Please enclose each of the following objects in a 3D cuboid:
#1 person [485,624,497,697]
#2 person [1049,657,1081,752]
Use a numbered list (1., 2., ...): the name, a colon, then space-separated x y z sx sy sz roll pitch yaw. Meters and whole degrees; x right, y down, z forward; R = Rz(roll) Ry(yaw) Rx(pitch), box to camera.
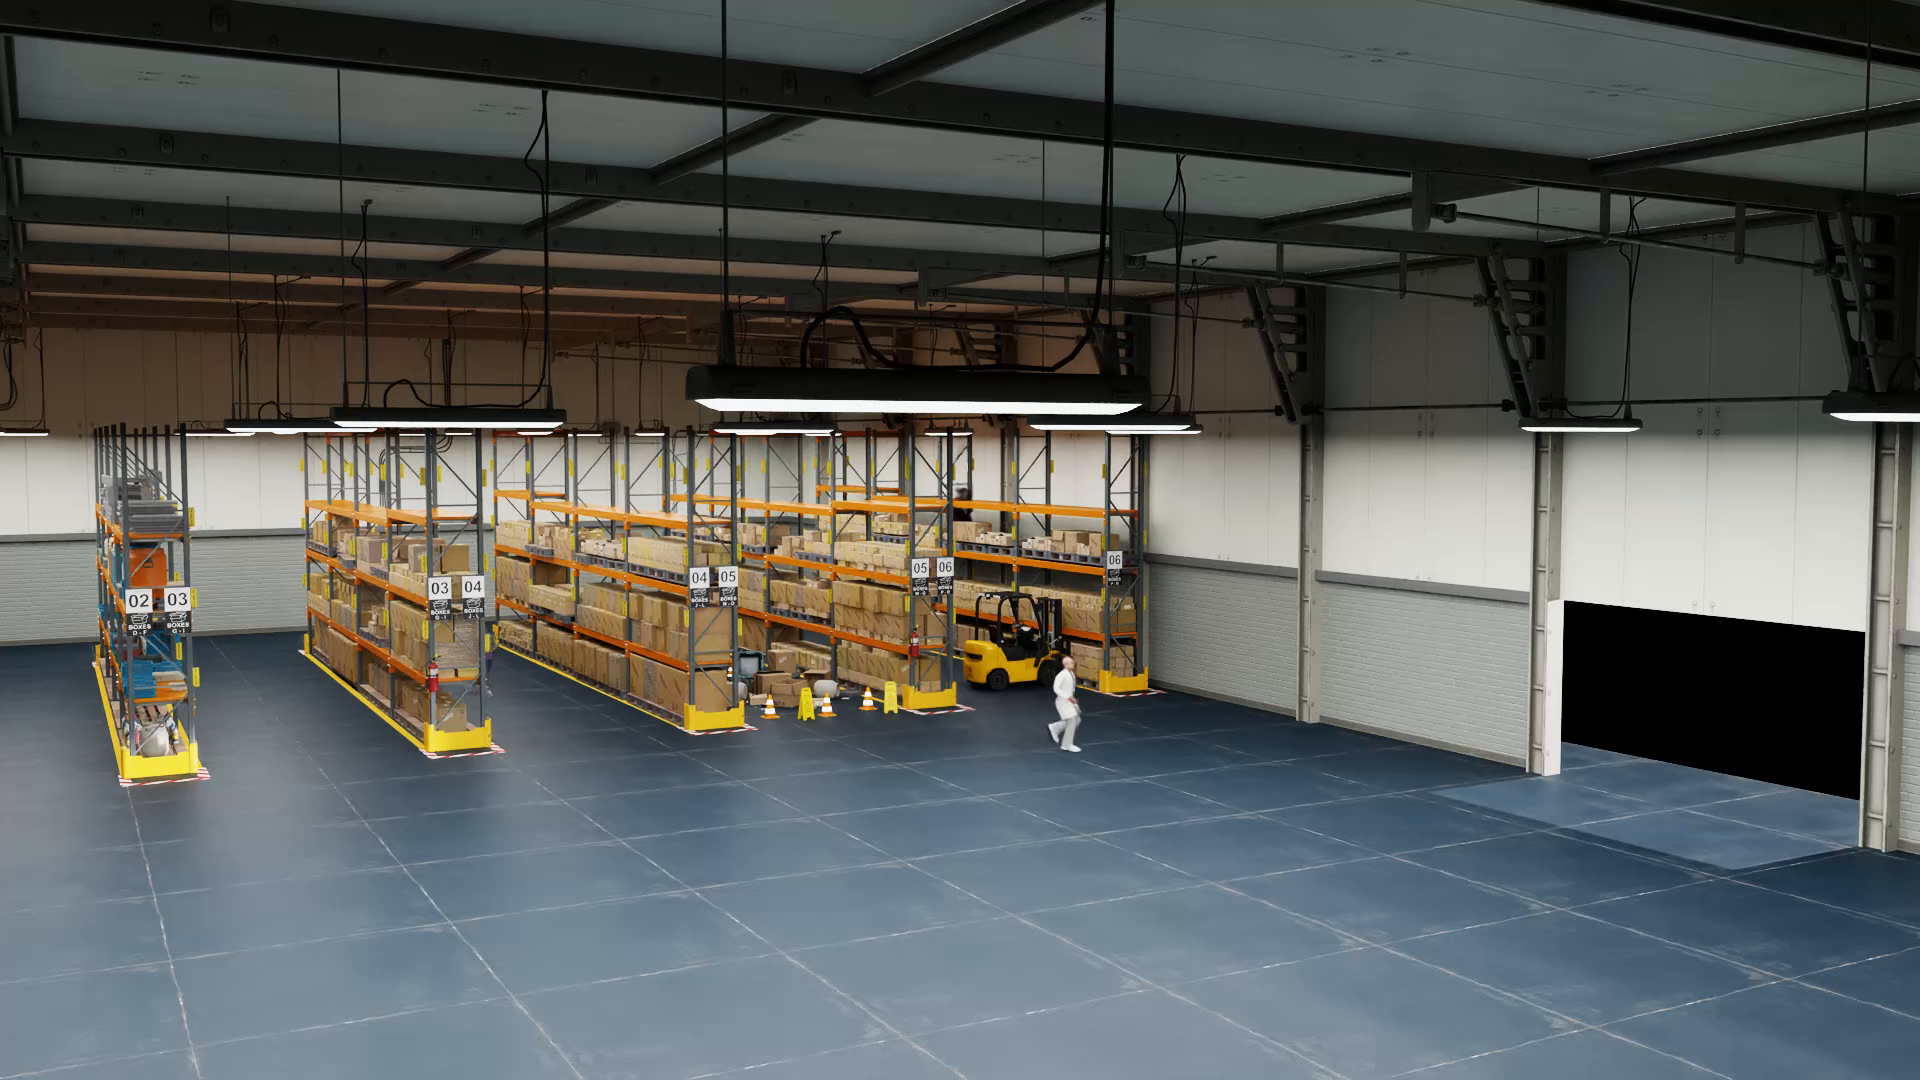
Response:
1. person: -10.666 2.668 37.305 0.557 1.597 0.929 -2 4 -26
2. person: 1.900 3.012 30.556 0.627 1.737 0.729 2 4 26
